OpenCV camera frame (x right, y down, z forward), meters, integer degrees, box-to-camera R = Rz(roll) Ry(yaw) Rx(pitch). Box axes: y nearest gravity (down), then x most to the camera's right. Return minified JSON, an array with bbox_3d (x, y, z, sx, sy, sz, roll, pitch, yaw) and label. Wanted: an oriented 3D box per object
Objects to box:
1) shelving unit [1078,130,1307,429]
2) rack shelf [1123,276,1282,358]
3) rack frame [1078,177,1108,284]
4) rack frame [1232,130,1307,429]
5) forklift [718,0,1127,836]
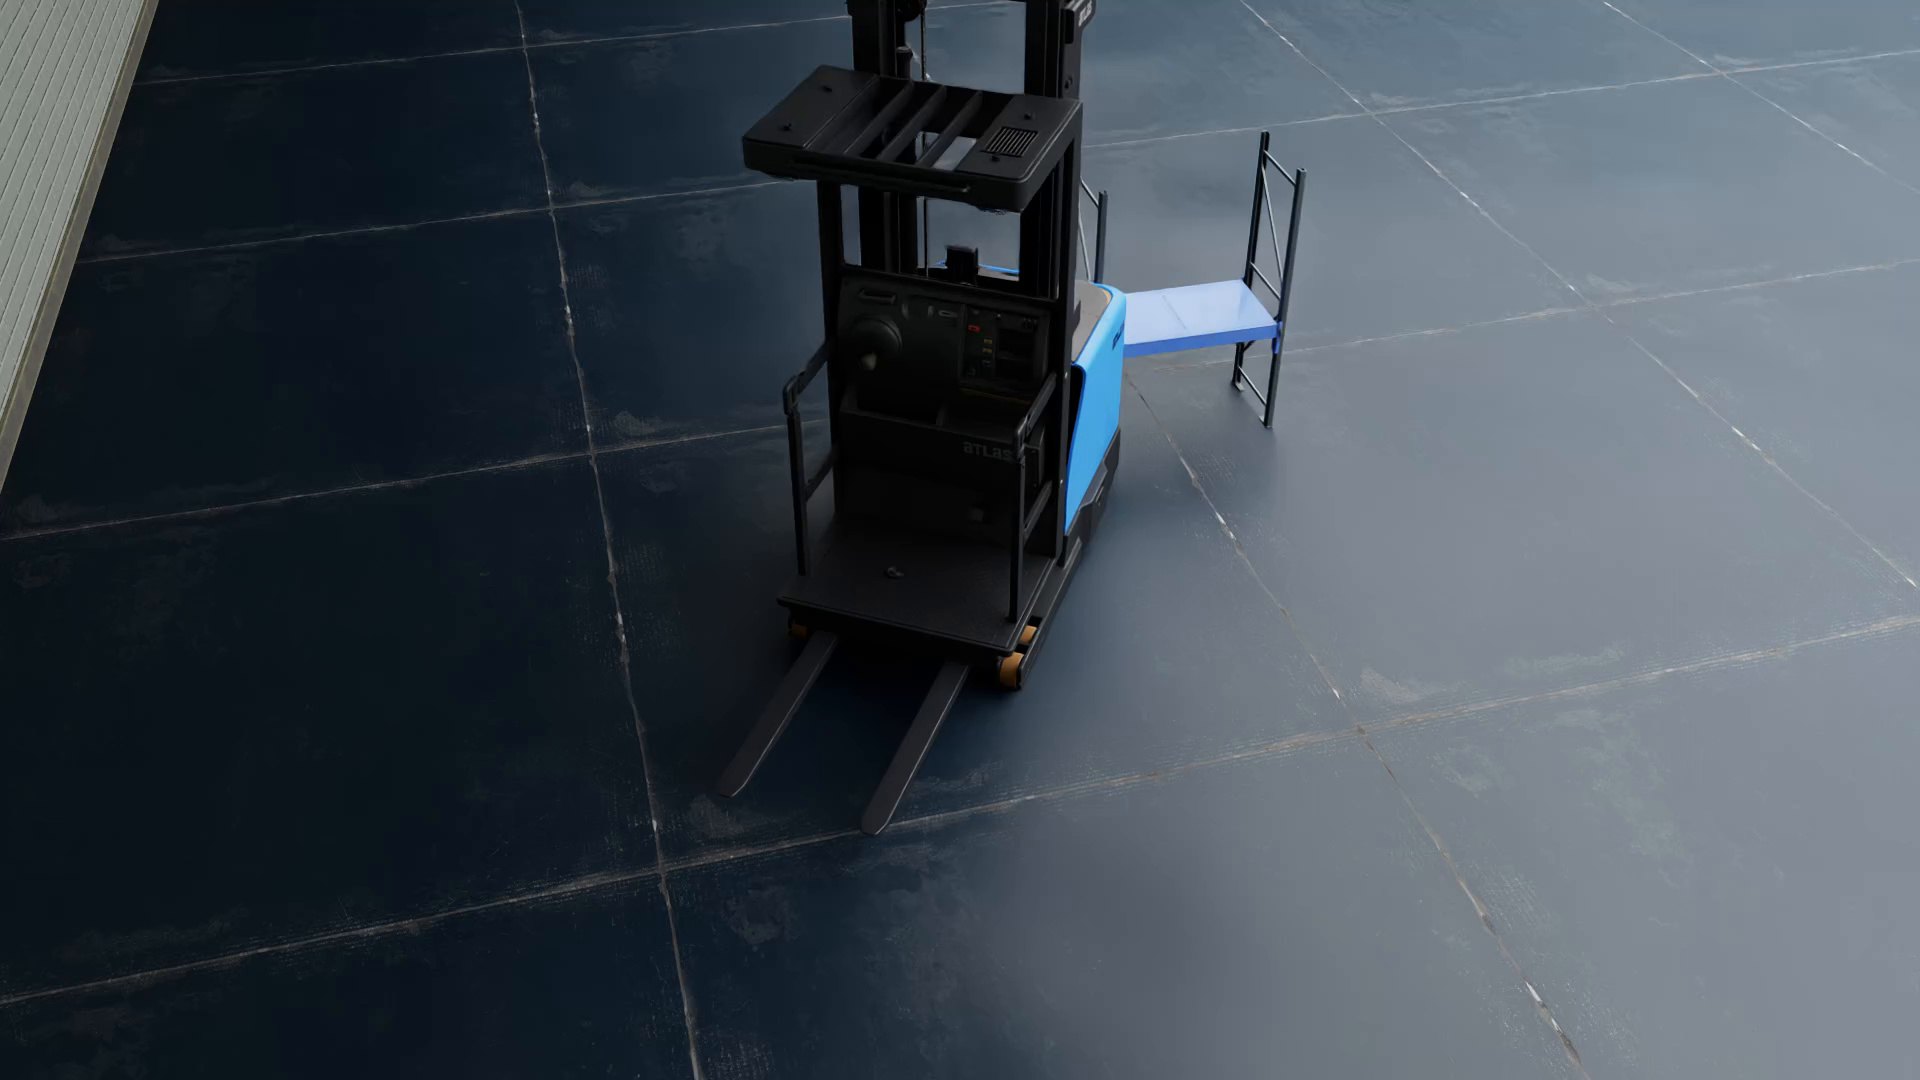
[{"bbox_3d":[1.123,-1.274,8.661,1.048,1.500,0.538,-9,38,-11],"label":"shelving unit"},{"bbox_3d":[1.123,-1.131,8.770,1.000,0.185,0.538,-9,38,-11],"label":"rack shelf"},{"bbox_3d":[0.631,-1.198,8.562,0.032,1.500,0.500,-9,38,-11],"label":"rack frame"},{"bbox_3d":[1.616,-1.350,8.759,0.032,1.500,0.500,-9,38,-11],"label":"rack frame"},{"bbox_3d":[-0.143,-0.788,6.847,1.130,2.935,3.031,12,39,15],"label":"forklift"}]
